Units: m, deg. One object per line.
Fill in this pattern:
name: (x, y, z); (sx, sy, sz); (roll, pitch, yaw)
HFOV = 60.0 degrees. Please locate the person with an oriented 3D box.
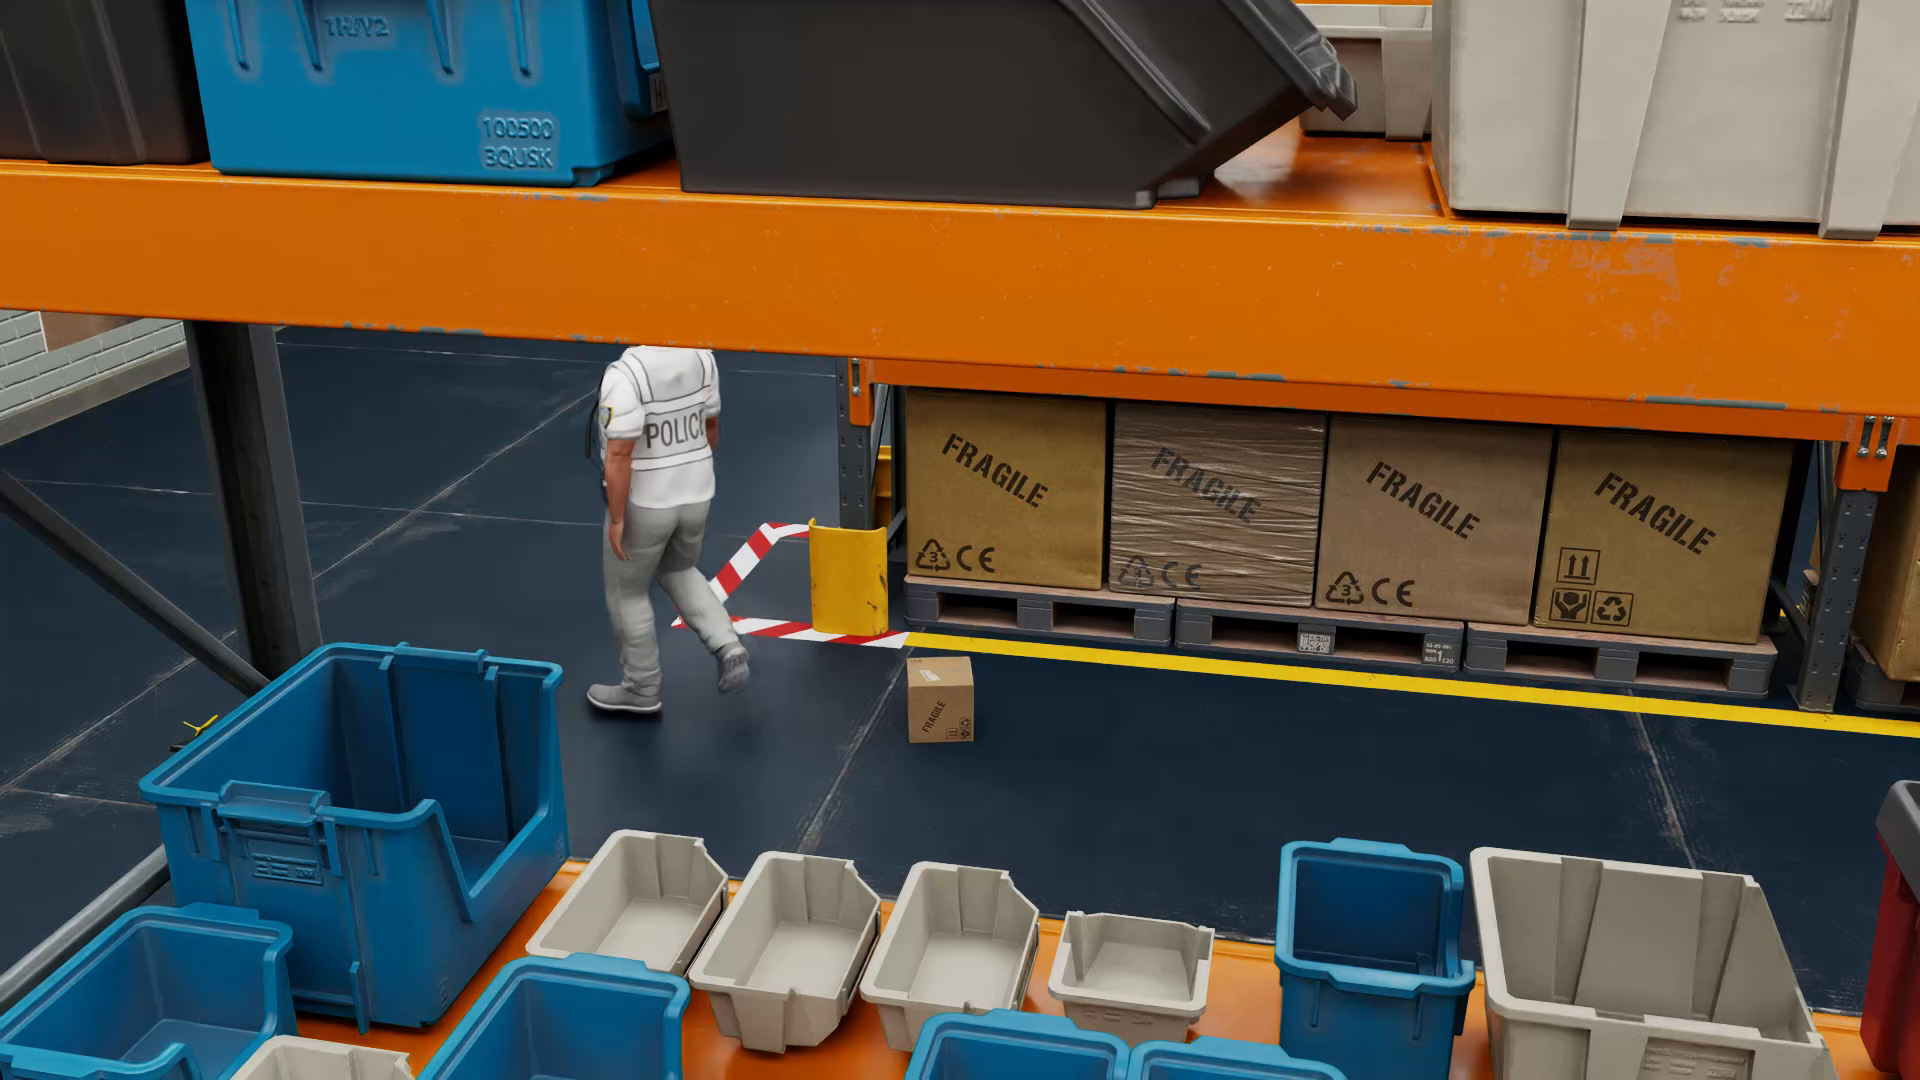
person: (-1.132, -0.152, 6.414); (0.611, 1.733, 0.596); (16, 26, 35)
